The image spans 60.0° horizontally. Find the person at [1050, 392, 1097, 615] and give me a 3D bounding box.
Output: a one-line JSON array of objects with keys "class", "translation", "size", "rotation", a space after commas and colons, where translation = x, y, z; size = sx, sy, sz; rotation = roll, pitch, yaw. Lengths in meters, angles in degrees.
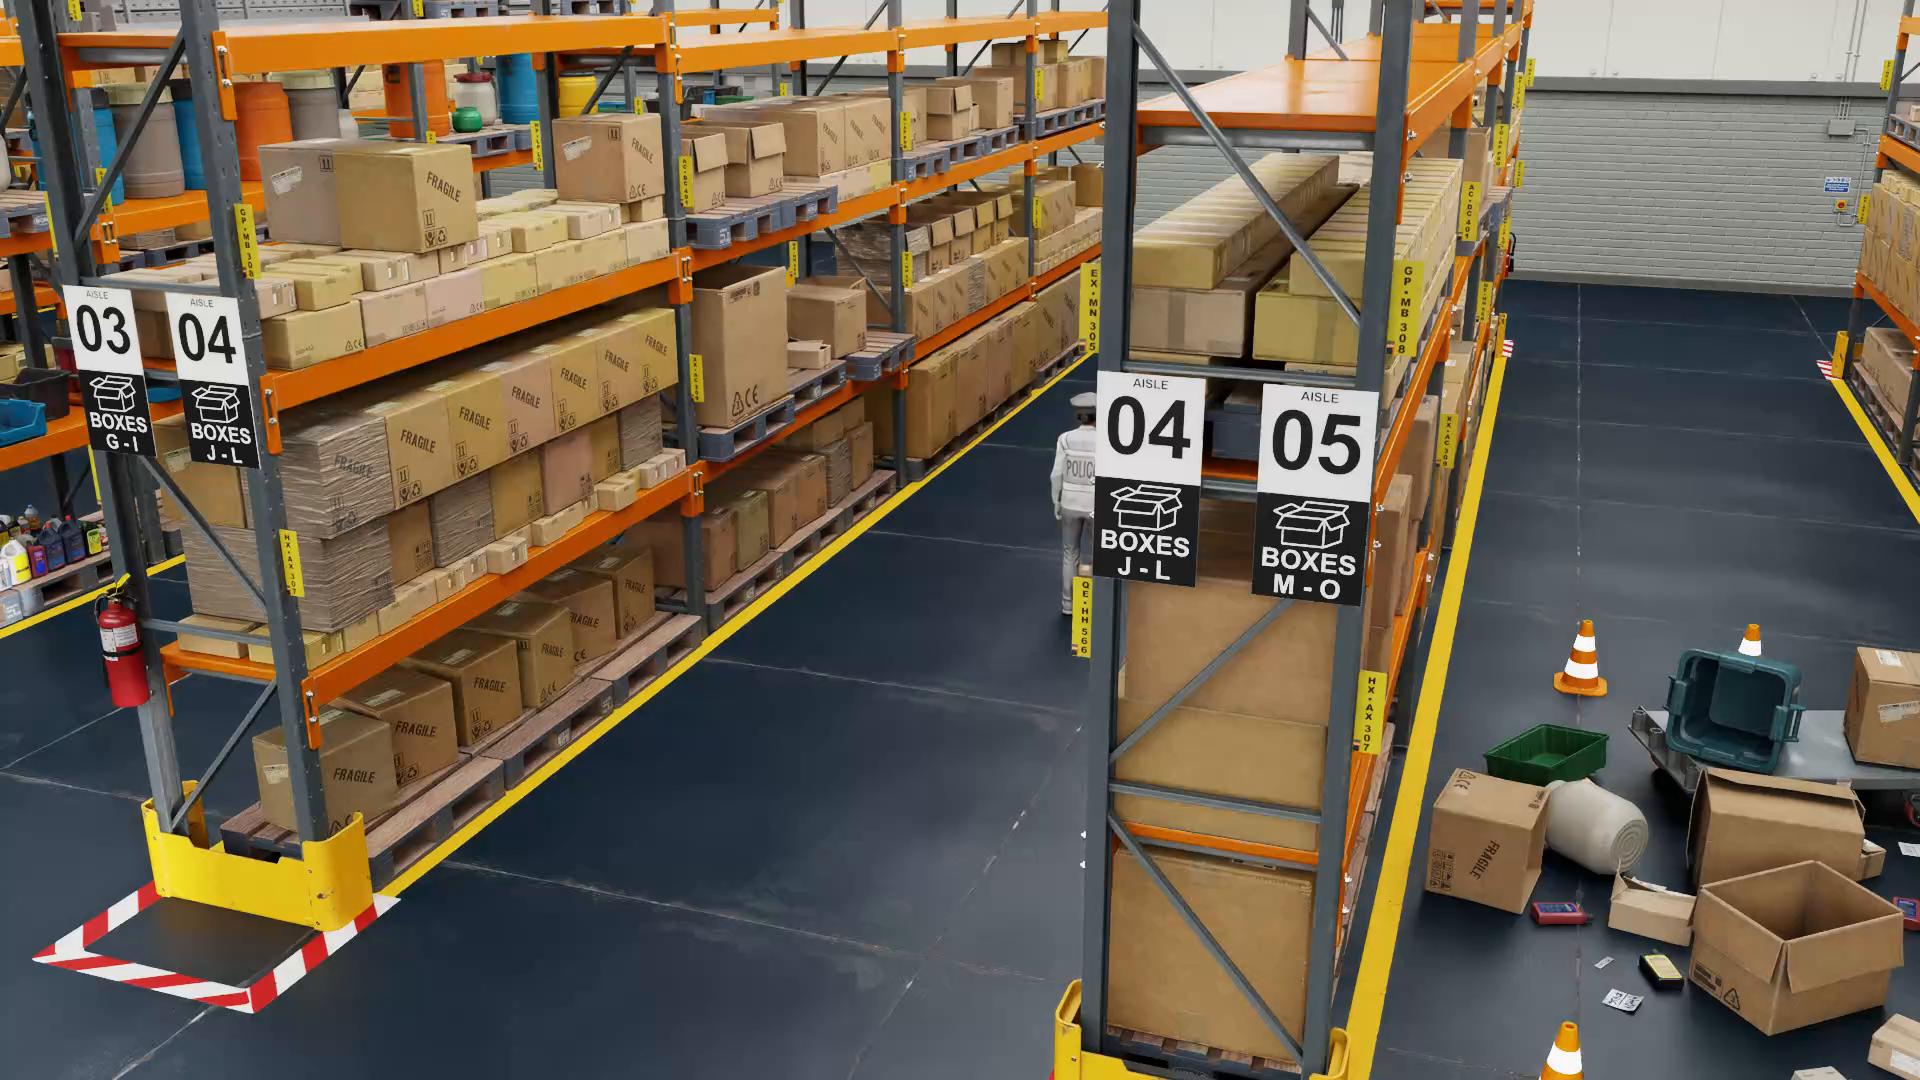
[{"class": "person", "translation": [0.928, -0.240, 12.263], "size": [0.518, 1.663, 0.369], "rotation": [6, 20, 16]}]
